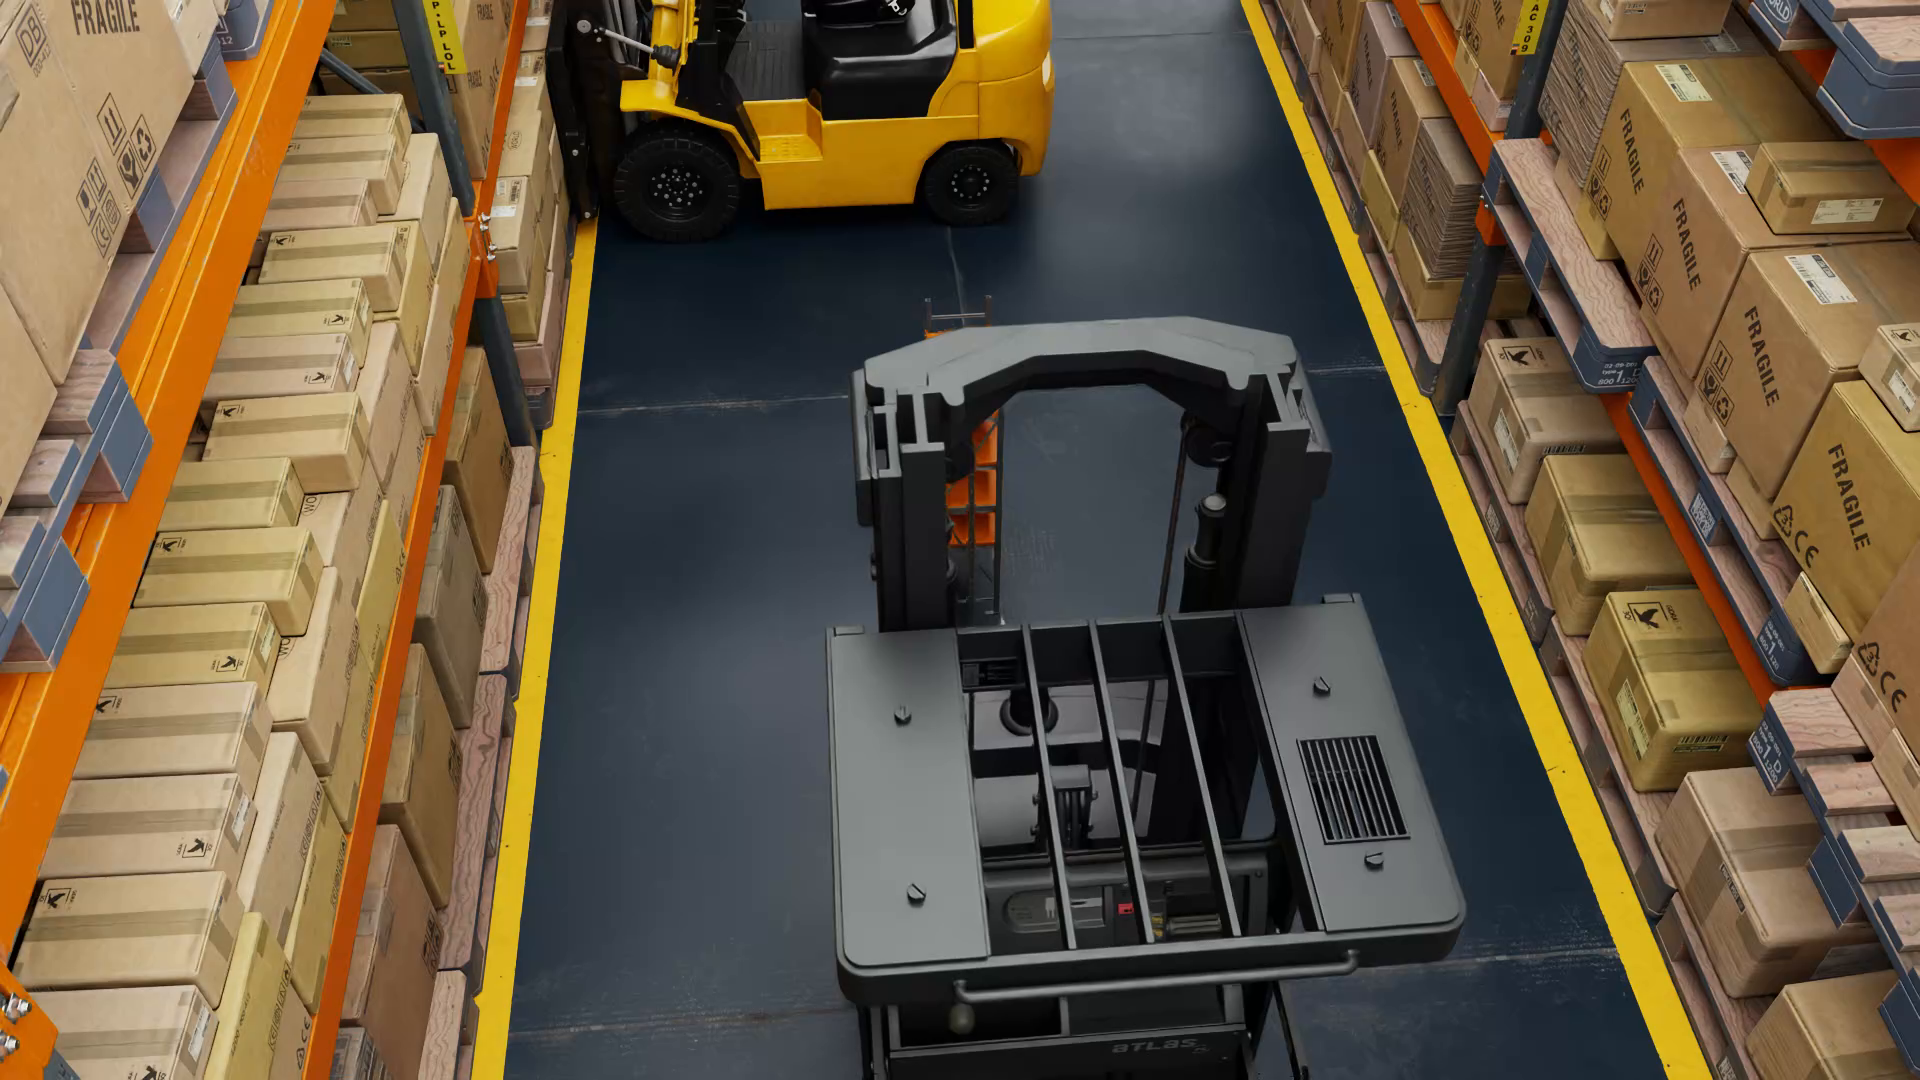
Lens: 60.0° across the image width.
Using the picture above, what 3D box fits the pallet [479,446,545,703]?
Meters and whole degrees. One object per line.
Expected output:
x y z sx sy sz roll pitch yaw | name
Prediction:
-2.224 0.145 6.604 1.003 0.211 1.213 -3 47 -3 | pallet

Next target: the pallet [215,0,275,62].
-2.238 -1.673 4.471 0.805 0.209 1.217 -5 47 -5 | pallet

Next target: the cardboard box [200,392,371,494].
-1.839 -0.259 4.550 0.380 0.149 0.250 -5 47 -4 | cardboard box

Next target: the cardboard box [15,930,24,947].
-2.349 0.751 3.869 0.500 0.250 0.500 -3 47 -3 | cardboard box

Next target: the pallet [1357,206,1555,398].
2.530 -1.174 7.853 1.003 0.211 1.213 -3 47 -3 | pallet

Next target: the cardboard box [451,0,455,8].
-2.112 -2.036 6.234 0.380 0.149 0.250 -2 47 -2 | cardboard box

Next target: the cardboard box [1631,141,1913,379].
2.445 -0.853 5.065 0.500 0.500 0.500 -4 47 -4 | cardboard box

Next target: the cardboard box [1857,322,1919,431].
2.538 -0.426 4.214 0.380 0.149 0.250 -6 47 -5 | cardboard box

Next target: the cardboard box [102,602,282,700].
-1.879 0.297 4.023 0.380 0.149 0.250 -3 47 -3 | cardboard box

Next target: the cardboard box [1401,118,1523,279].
2.305 -1.518 7.346 0.500 0.500 0.500 -4 47 -4 | cardboard box

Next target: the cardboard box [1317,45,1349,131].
2.172 -2.378 8.677 0.500 0.250 0.500 -1 47 -1 | cardboard box

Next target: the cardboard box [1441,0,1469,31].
2.287 -2.464 6.881 0.500 0.500 0.500 -2 47 -2 | cardboard box

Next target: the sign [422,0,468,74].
-1.784 -1.756 5.741 0.100 0.325 0.005 -3 47 -3 | sign

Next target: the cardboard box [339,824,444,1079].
-2.091 1.297 4.939 0.875 0.625 0.625 -2 47 -2 | cardboard box

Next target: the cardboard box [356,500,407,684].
-1.912 0.153 4.779 0.500 0.250 0.500 -2 47 -2 | cardboard box

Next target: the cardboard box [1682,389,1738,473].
2.434 -0.344 5.030 0.380 0.149 0.250 -2 47 -2 | cardboard box

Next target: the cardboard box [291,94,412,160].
-2.074 -1.369 5.601 0.380 0.149 0.250 -2 47 -2 | cardboard box

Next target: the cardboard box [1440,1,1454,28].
2.312 -2.331 7.202 0.380 0.149 0.250 -4 47 -4 | cardboard box

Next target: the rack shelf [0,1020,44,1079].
-1.822 2.212 1.155 1.077 0.370 4.000 -3 47 -3 | rack shelf

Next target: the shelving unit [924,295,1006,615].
0.014 -0.293 6.337 0.258 1.200 0.503 -3 47 -3 | shelving unit

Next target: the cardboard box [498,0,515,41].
-2.205 -2.458 7.080 0.500 0.500 0.500 -4 47 -4 | cardboard box

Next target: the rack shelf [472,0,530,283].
-2.492 -2.545 7.726 1.077 0.370 4.000 -3 47 -3 | rack shelf

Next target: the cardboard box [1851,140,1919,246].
2.969 -0.878 5.089 0.500 0.500 0.500 -2 47 -2 | cardboard box

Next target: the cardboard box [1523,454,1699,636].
2.732 0.009 6.333 0.950 0.372 0.625 -1 47 -1 | cardboard box

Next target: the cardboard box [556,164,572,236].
-2.151 -1.651 7.989 0.500 0.250 0.500 -3 47 -3 | cardboard box

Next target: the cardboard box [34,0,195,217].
-1.892 -0.971 3.247 0.500 0.500 0.500 -2 47 -2 | cardboard box

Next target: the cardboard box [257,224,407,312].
-1.913 -0.821 5.082 0.380 0.149 0.250 -5 47 -5 | cardboard box

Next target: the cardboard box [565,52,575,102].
-2.173 -2.179 8.144 0.500 0.250 0.500 -4 47 -3 | cardboard box

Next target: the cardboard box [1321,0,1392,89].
2.163 -2.641 8.410 0.500 0.500 0.500 -3 47 -3 | cardboard box

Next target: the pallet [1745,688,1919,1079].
2.791 0.801 4.194 1.213 0.211 1.003 -3 47 -3 | pallet

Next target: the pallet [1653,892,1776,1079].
2.893 1.638 5.190 1.003 0.211 1.213 -3 47 -3 | pallet

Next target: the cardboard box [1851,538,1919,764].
2.587 0.278 3.994 0.500 0.500 0.500 -4 47 -4 | cardboard box

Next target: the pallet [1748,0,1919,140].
2.657 -1.413 4.222 1.213 0.211 1.003 -3 47 -3 | pallet

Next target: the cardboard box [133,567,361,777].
-1.850 0.351 4.247 0.500 0.250 0.500 -5 47 -4 | cardboard box

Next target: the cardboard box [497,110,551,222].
-2.085 -1.627 7.278 0.500 0.250 0.500 -3 47 -3 | cardboard box

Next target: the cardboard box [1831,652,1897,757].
2.521 0.412 4.314 0.380 0.149 0.250 -5 47 -5 | cardboard box

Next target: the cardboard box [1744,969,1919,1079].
2.919 1.594 4.831 0.950 0.372 0.625 -6 47 -6 | cardboard box

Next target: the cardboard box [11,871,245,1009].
-1.746 0.850 3.500 0.380 0.149 0.250 -3 47 -2 | cardboard box

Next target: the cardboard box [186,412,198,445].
-2.474 -0.346 4.908 0.500 0.250 0.500 -5 47 -4 | cardboard box

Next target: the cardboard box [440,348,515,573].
-2.269 -0.296 6.447 0.875 0.625 0.625 -2 47 -2 | cardboard box

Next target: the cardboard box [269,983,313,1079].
-1.783 1.265 3.726 0.500 0.250 0.500 -3 47 -3 | cardboard box

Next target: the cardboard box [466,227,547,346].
-2.057 -1.085 7.108 0.500 0.250 0.500 -4 47 -3 | cardboard box

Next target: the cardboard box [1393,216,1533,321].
2.304 -1.260 7.618 0.500 0.250 0.500 -2 47 -1 | cardboard box

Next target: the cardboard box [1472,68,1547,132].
2.291 -1.777 6.677 0.380 0.149 0.250 -4 47 -4 | cardboard box

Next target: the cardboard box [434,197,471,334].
-2.021 -0.945 5.819 0.500 0.250 0.500 -3 47 -2 | cardboard box

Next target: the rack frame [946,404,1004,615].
0.034 -0.116 6.170 0.240 1.200 0.015 -3 47 -3 | rack frame

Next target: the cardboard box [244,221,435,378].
-1.978 -0.754 5.293 0.500 0.250 0.500 -5 47 -4 | cardboard box

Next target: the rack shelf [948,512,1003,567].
0.014 -0.110 6.530 0.258 0.148 0.480 -3 47 -3 | rack shelf

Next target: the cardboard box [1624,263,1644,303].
2.465 -0.907 5.563 0.380 0.149 0.250 -1 47 -1 | cardboard box

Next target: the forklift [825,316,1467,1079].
0.297 1.067 3.857 1.130 2.935 3.031 -4 47 -3 | forklift
